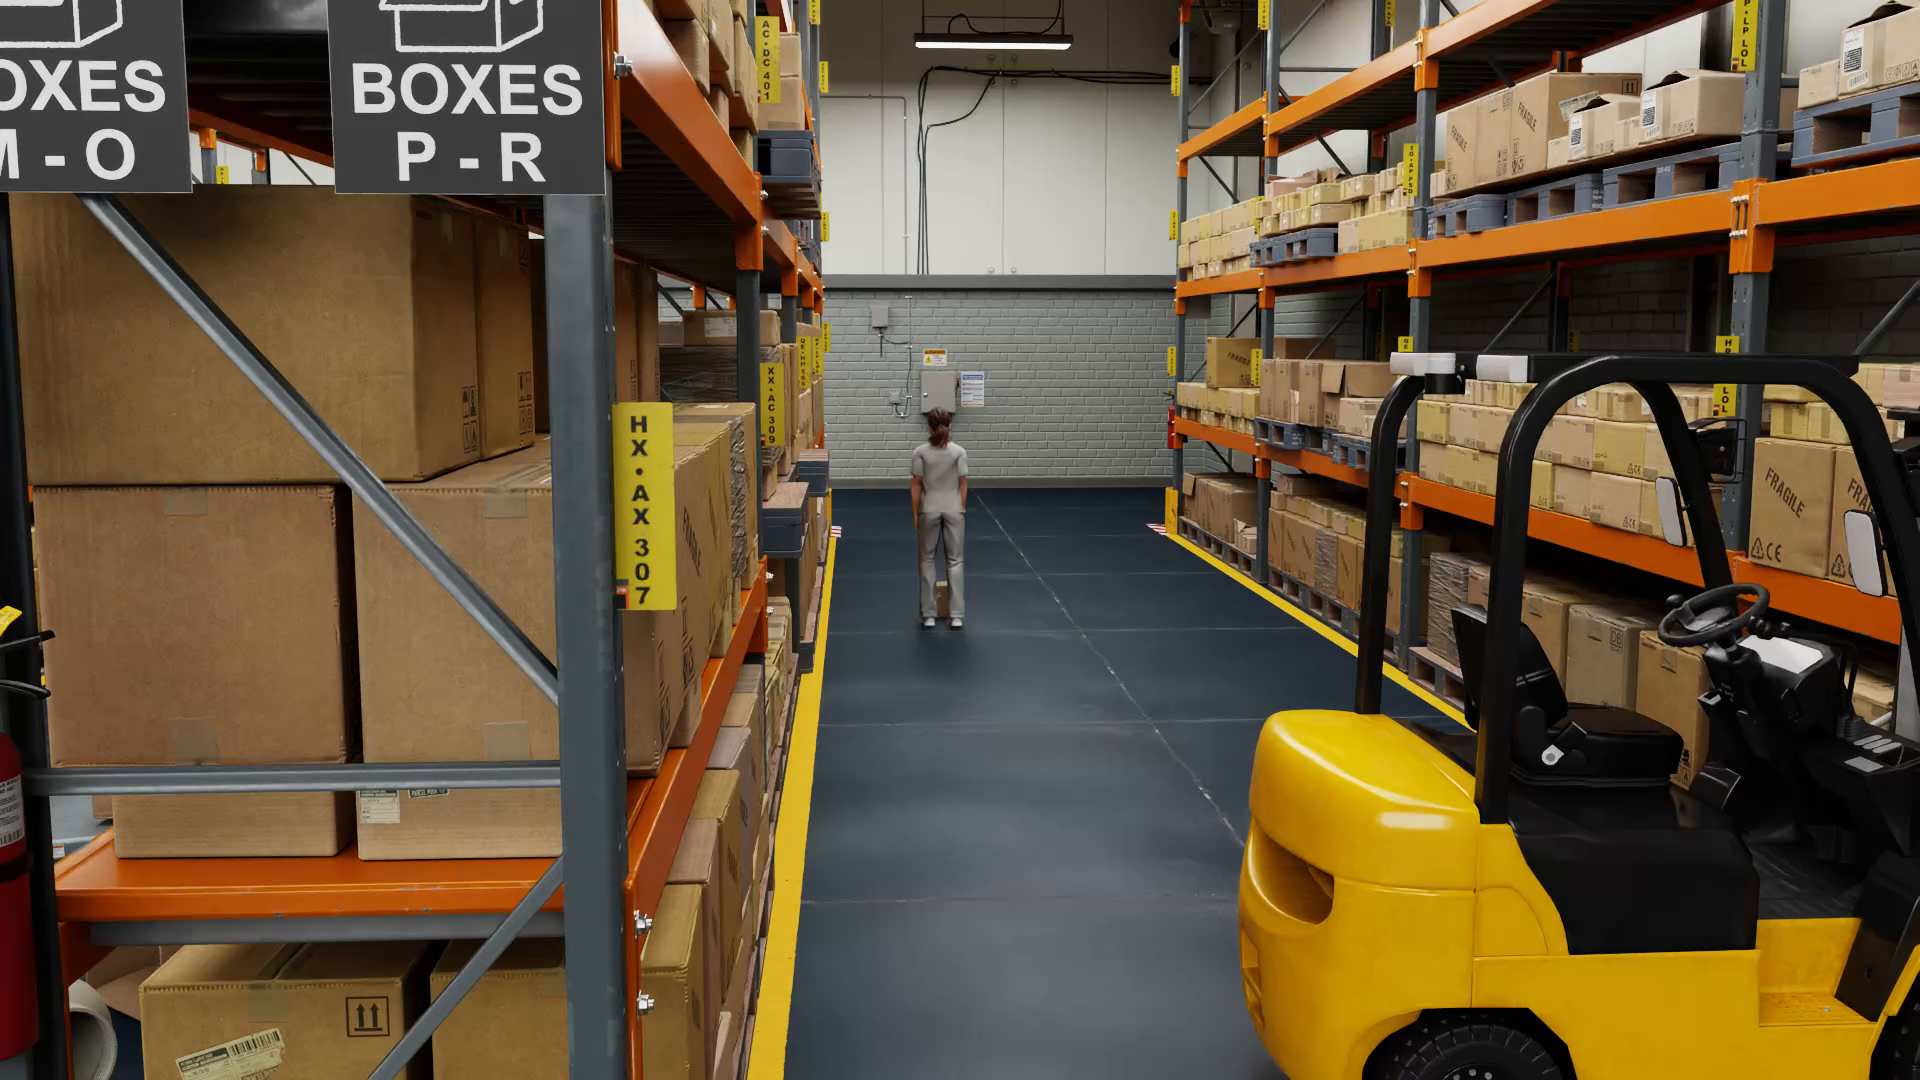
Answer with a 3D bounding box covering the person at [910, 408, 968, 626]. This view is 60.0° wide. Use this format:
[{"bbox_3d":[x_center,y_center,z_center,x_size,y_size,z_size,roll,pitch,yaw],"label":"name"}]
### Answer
[{"bbox_3d":[-0.158,-0.173,12.706,0.440,1.673,0.365,0,7,-3],"label":"person"}]
